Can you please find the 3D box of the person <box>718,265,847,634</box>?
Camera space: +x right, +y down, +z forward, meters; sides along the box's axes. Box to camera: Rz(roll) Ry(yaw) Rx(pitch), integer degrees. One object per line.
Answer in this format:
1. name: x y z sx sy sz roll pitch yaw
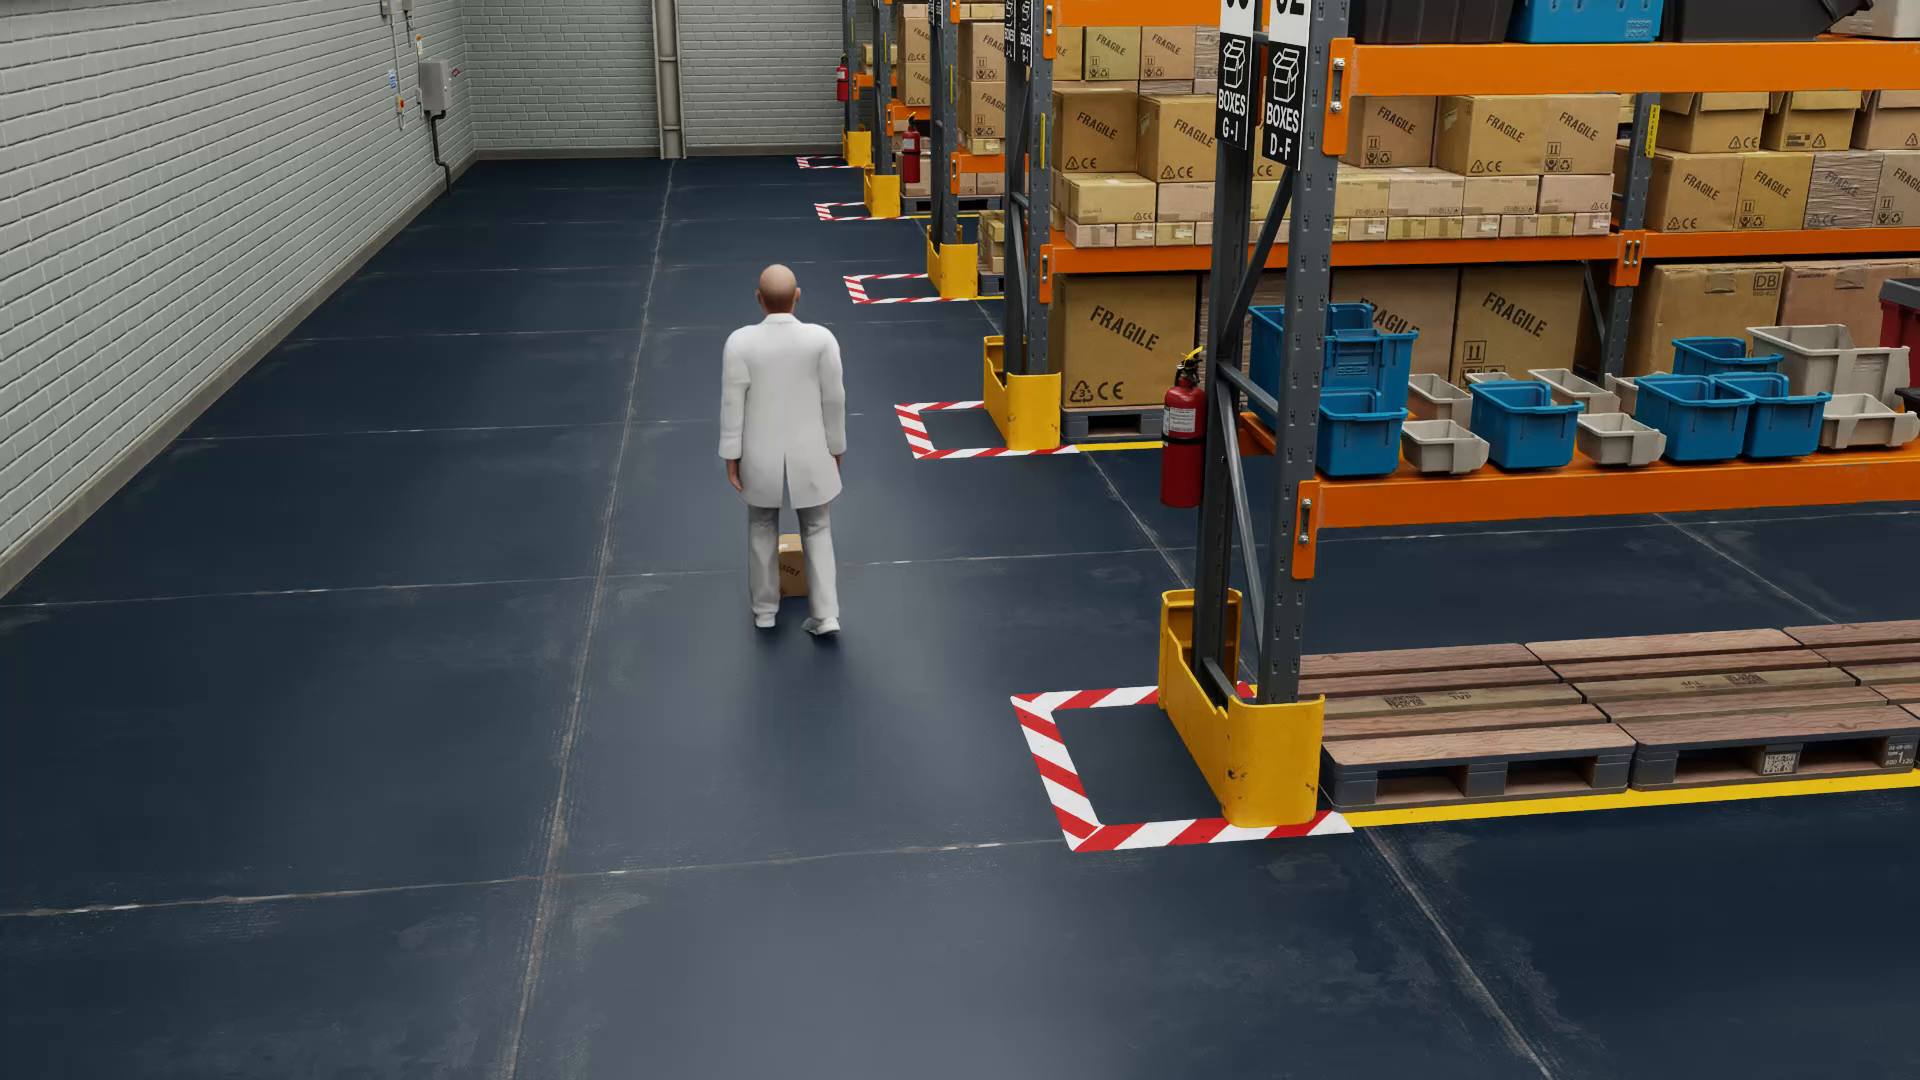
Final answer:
1. person: -0.833 -0.399 7.813 0.598 1.826 0.591 -2 20 -6
